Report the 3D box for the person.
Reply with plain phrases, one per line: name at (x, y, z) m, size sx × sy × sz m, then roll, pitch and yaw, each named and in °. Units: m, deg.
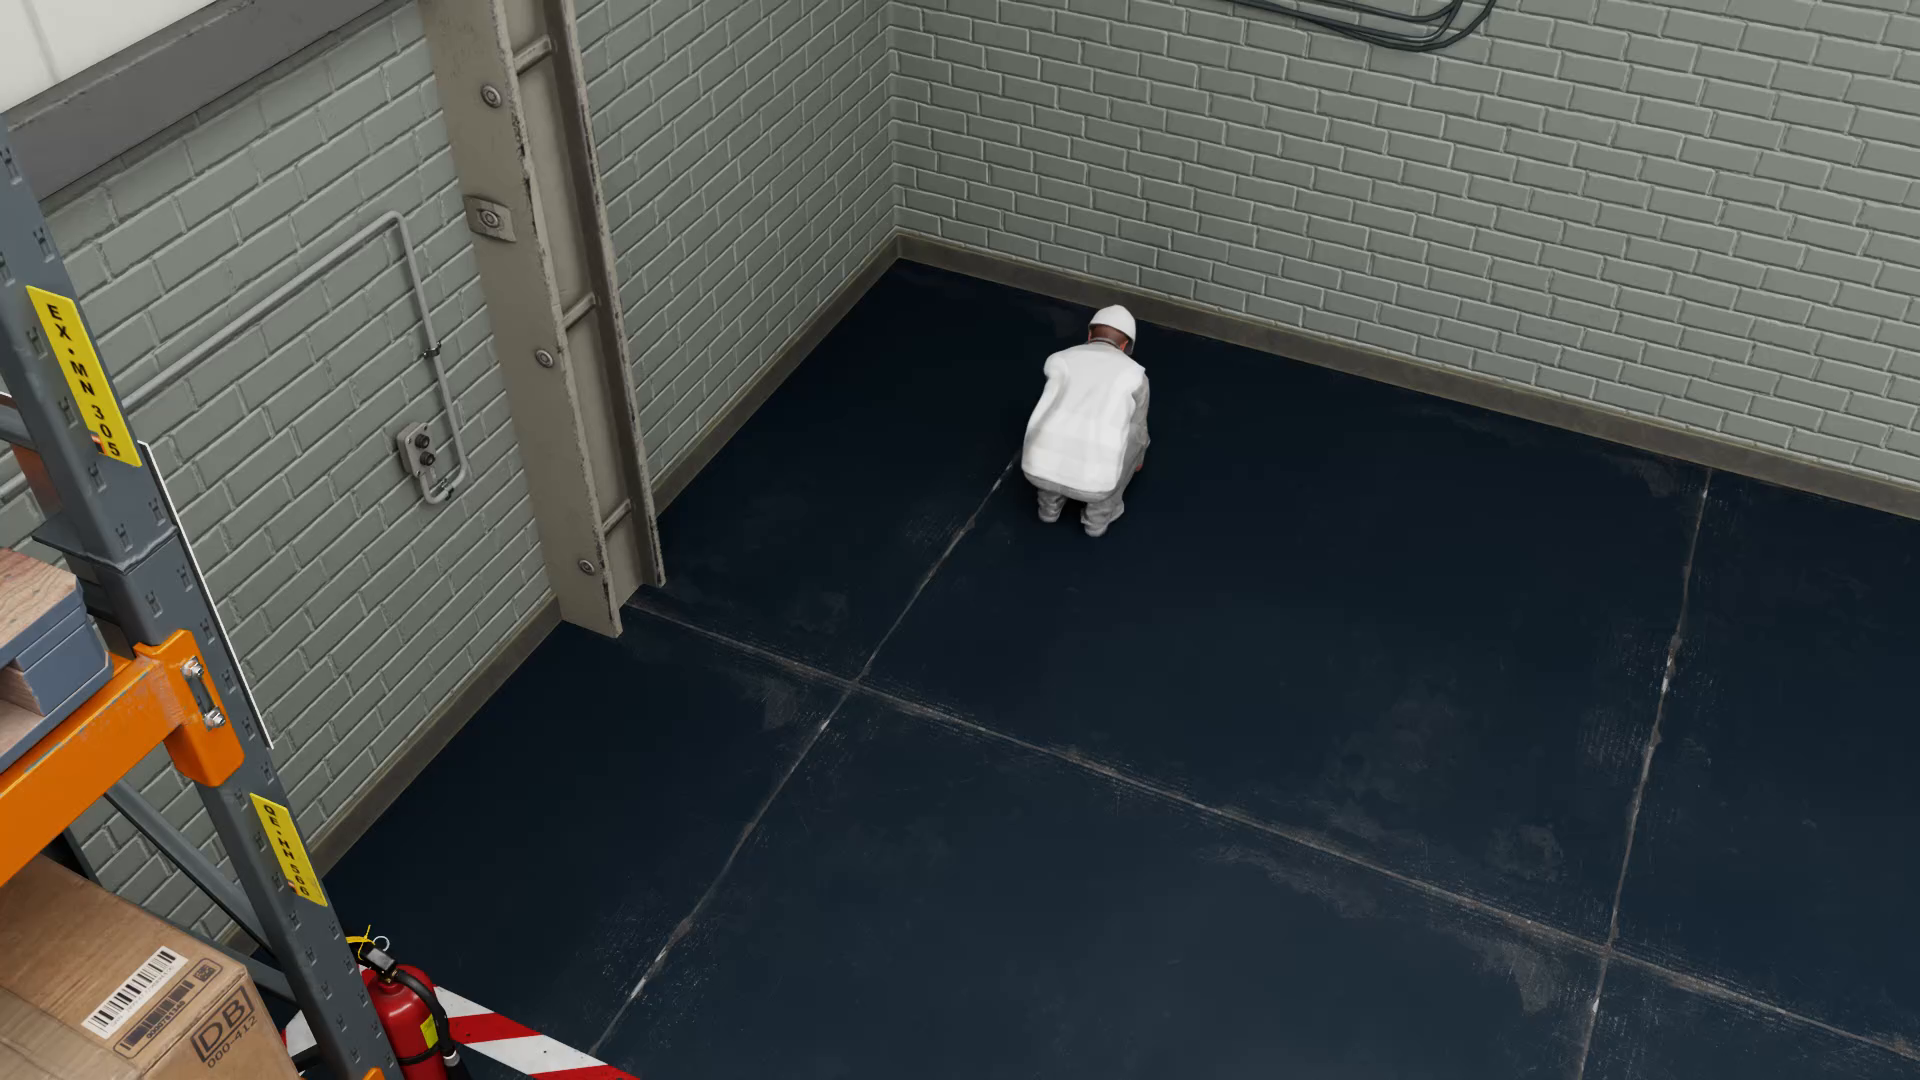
person at (0.587, -0.475, 7.476) m, size 0.513 × 0.876 × 0.952 m, roll 17°, pitch 44°, yaw 18°
